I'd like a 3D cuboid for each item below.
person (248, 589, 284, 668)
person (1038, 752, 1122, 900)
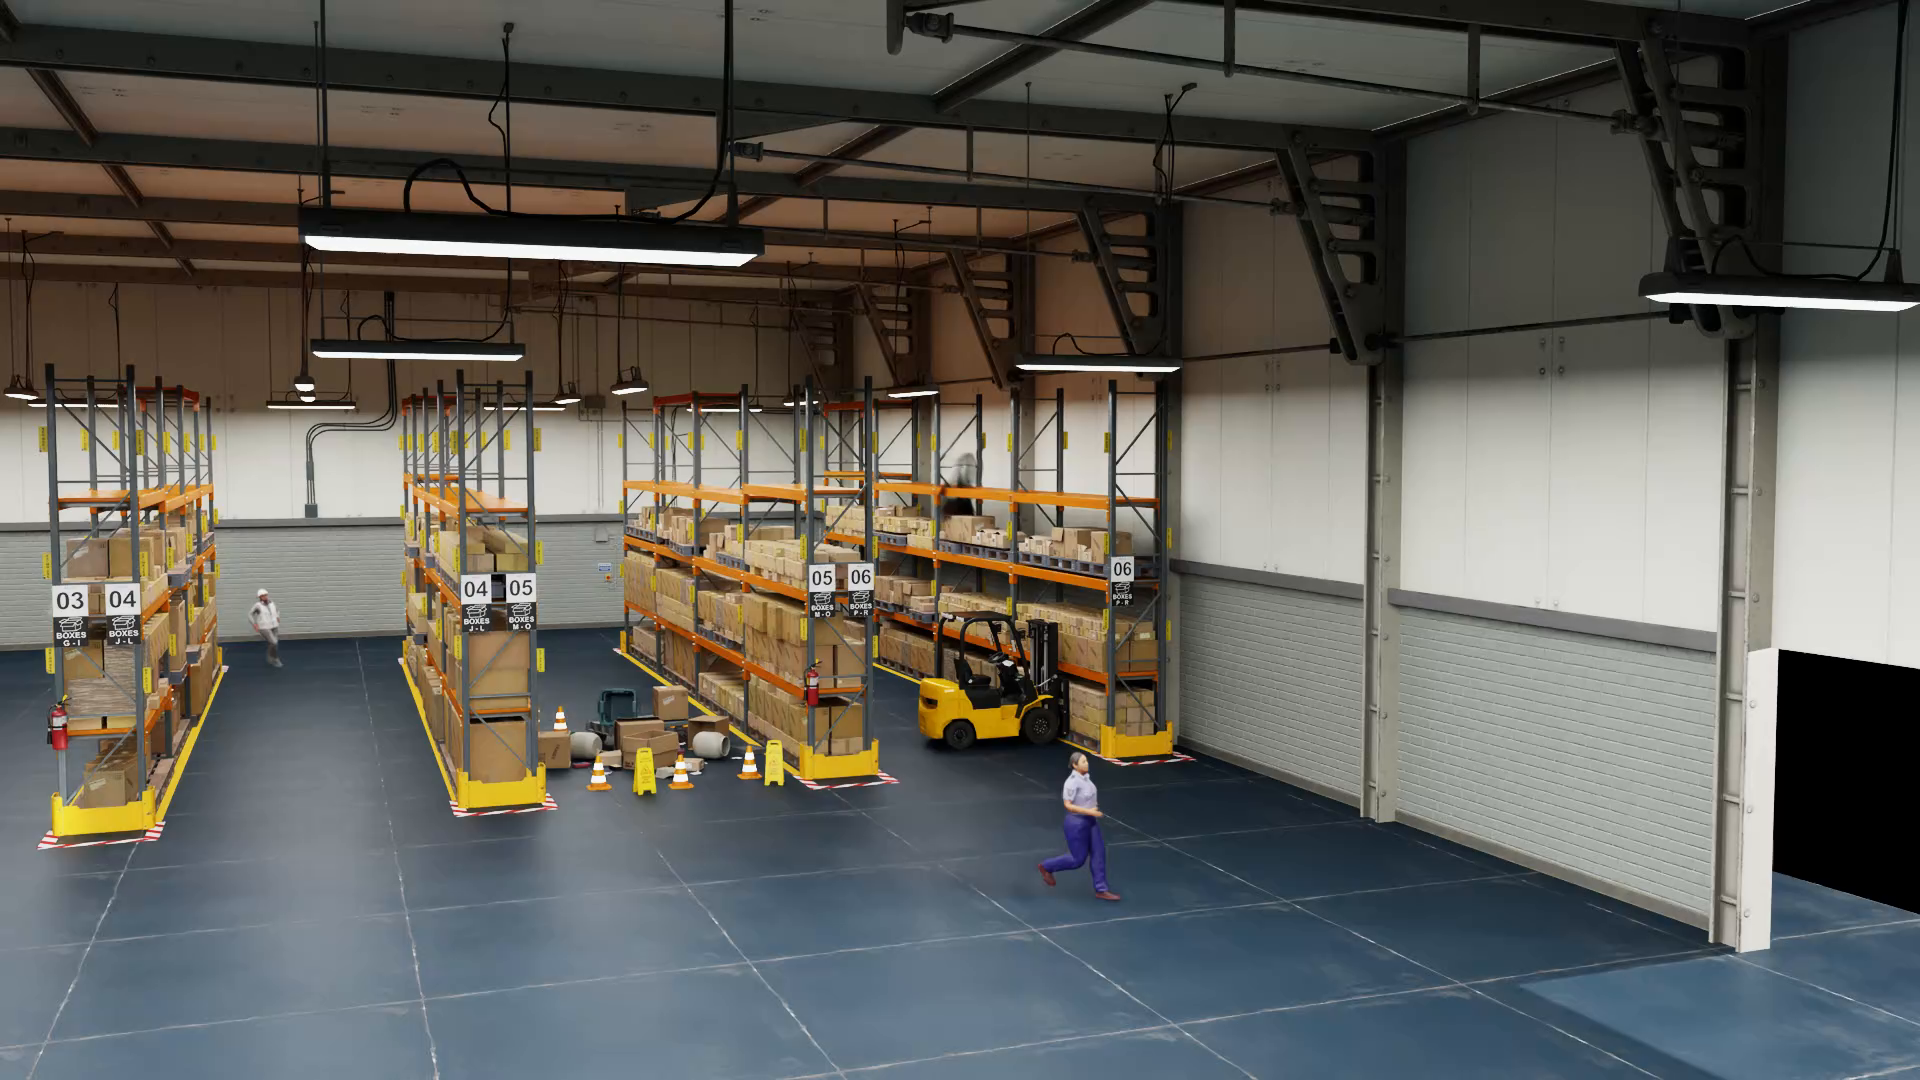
[{"bbox_3d":[-15.431,1.975,37.053,0.697,1.781,0.704,2,4,33],"label":"person"},{"bbox_3d":[1.329,3.130,18.249,0.932,1.602,0.621,2,4,26],"label":"person"}]
